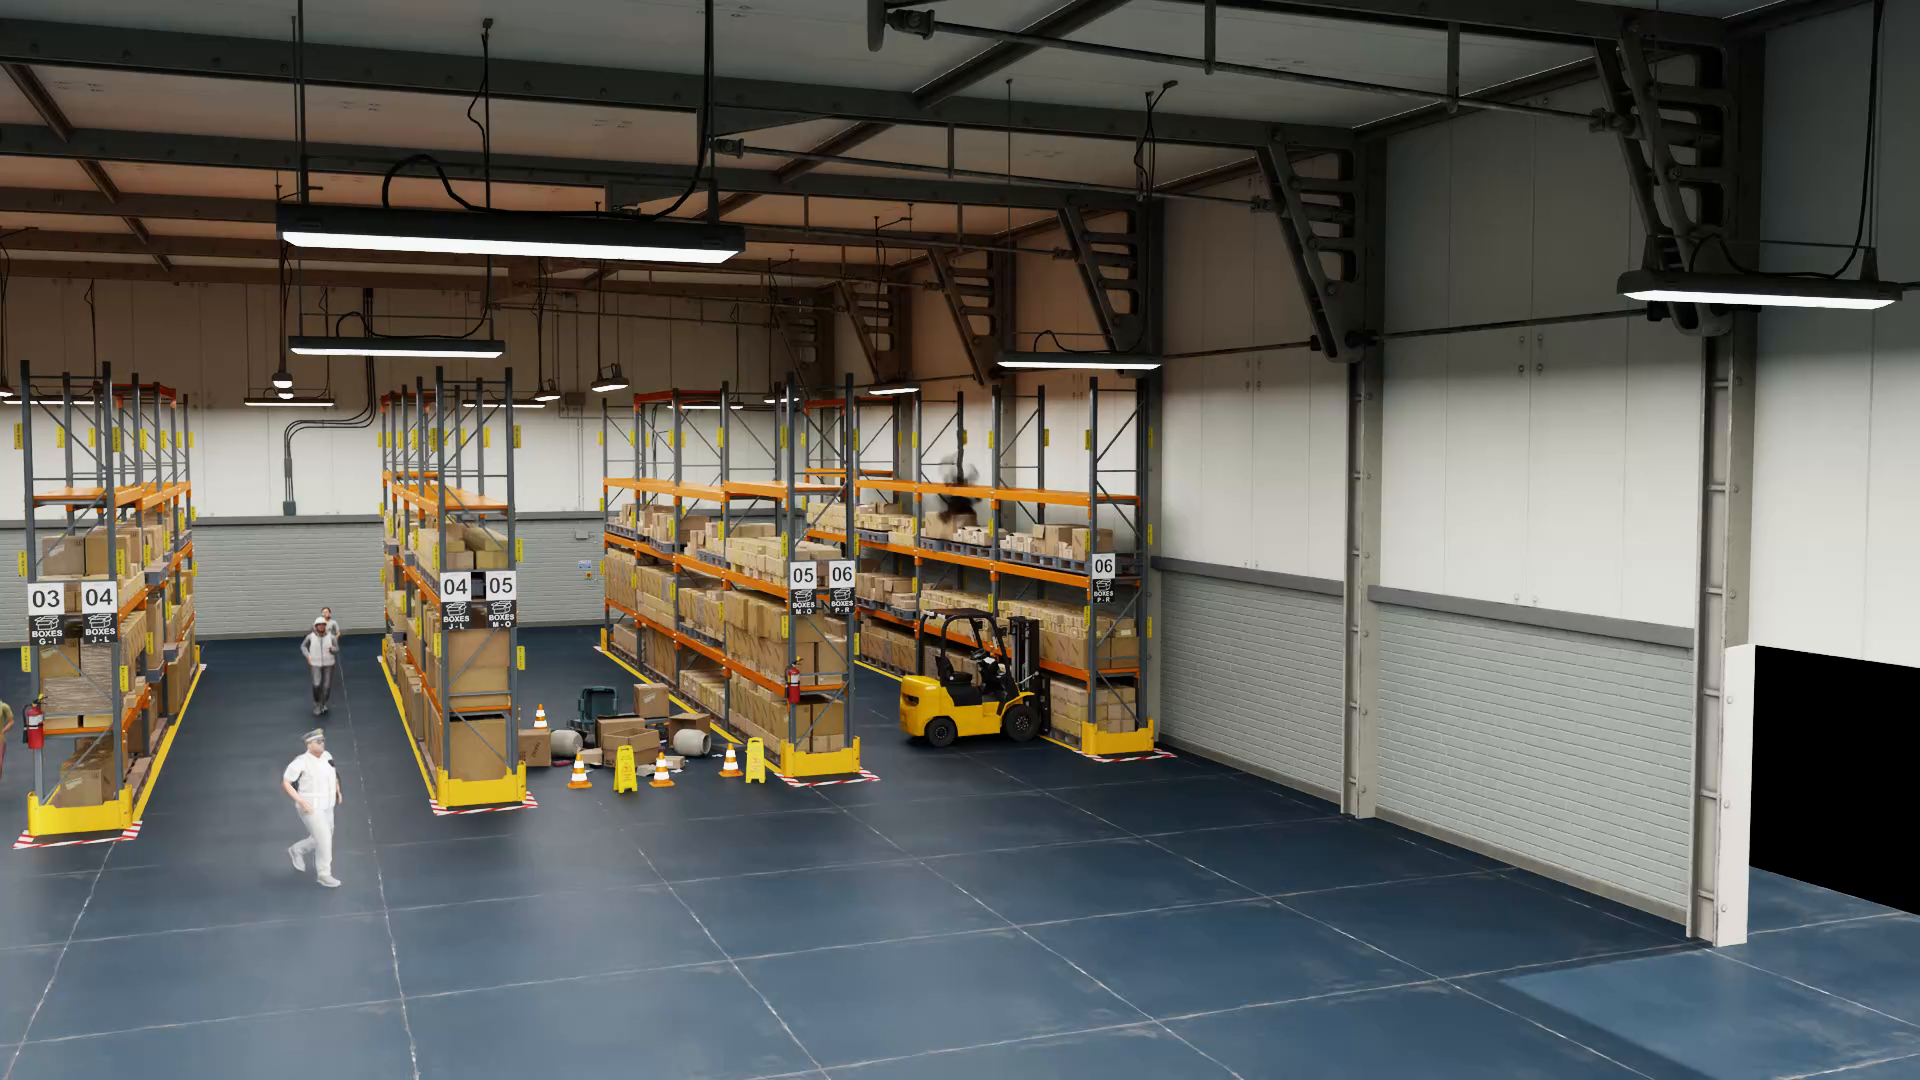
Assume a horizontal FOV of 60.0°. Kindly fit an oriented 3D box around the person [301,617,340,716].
[{"bbox_3d":[-11.626,2.307,30.281,0.638,1.803,0.688,-2,4,-28],"label":"person"}]

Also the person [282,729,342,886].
[{"bbox_3d":[-7.340,3.004,18.817,0.816,1.771,0.662,1,4,20],"label":"person"}]

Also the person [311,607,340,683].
[{"bbox_3d":[-12.797,2.168,33.547,0.565,1.624,0.545,-1,4,-17],"label":"person"}]

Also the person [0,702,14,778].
[{"bbox_3d":[-13.402,2.807,23.051,0.525,1.619,0.531,-2,4,-29],"label":"person"}]
